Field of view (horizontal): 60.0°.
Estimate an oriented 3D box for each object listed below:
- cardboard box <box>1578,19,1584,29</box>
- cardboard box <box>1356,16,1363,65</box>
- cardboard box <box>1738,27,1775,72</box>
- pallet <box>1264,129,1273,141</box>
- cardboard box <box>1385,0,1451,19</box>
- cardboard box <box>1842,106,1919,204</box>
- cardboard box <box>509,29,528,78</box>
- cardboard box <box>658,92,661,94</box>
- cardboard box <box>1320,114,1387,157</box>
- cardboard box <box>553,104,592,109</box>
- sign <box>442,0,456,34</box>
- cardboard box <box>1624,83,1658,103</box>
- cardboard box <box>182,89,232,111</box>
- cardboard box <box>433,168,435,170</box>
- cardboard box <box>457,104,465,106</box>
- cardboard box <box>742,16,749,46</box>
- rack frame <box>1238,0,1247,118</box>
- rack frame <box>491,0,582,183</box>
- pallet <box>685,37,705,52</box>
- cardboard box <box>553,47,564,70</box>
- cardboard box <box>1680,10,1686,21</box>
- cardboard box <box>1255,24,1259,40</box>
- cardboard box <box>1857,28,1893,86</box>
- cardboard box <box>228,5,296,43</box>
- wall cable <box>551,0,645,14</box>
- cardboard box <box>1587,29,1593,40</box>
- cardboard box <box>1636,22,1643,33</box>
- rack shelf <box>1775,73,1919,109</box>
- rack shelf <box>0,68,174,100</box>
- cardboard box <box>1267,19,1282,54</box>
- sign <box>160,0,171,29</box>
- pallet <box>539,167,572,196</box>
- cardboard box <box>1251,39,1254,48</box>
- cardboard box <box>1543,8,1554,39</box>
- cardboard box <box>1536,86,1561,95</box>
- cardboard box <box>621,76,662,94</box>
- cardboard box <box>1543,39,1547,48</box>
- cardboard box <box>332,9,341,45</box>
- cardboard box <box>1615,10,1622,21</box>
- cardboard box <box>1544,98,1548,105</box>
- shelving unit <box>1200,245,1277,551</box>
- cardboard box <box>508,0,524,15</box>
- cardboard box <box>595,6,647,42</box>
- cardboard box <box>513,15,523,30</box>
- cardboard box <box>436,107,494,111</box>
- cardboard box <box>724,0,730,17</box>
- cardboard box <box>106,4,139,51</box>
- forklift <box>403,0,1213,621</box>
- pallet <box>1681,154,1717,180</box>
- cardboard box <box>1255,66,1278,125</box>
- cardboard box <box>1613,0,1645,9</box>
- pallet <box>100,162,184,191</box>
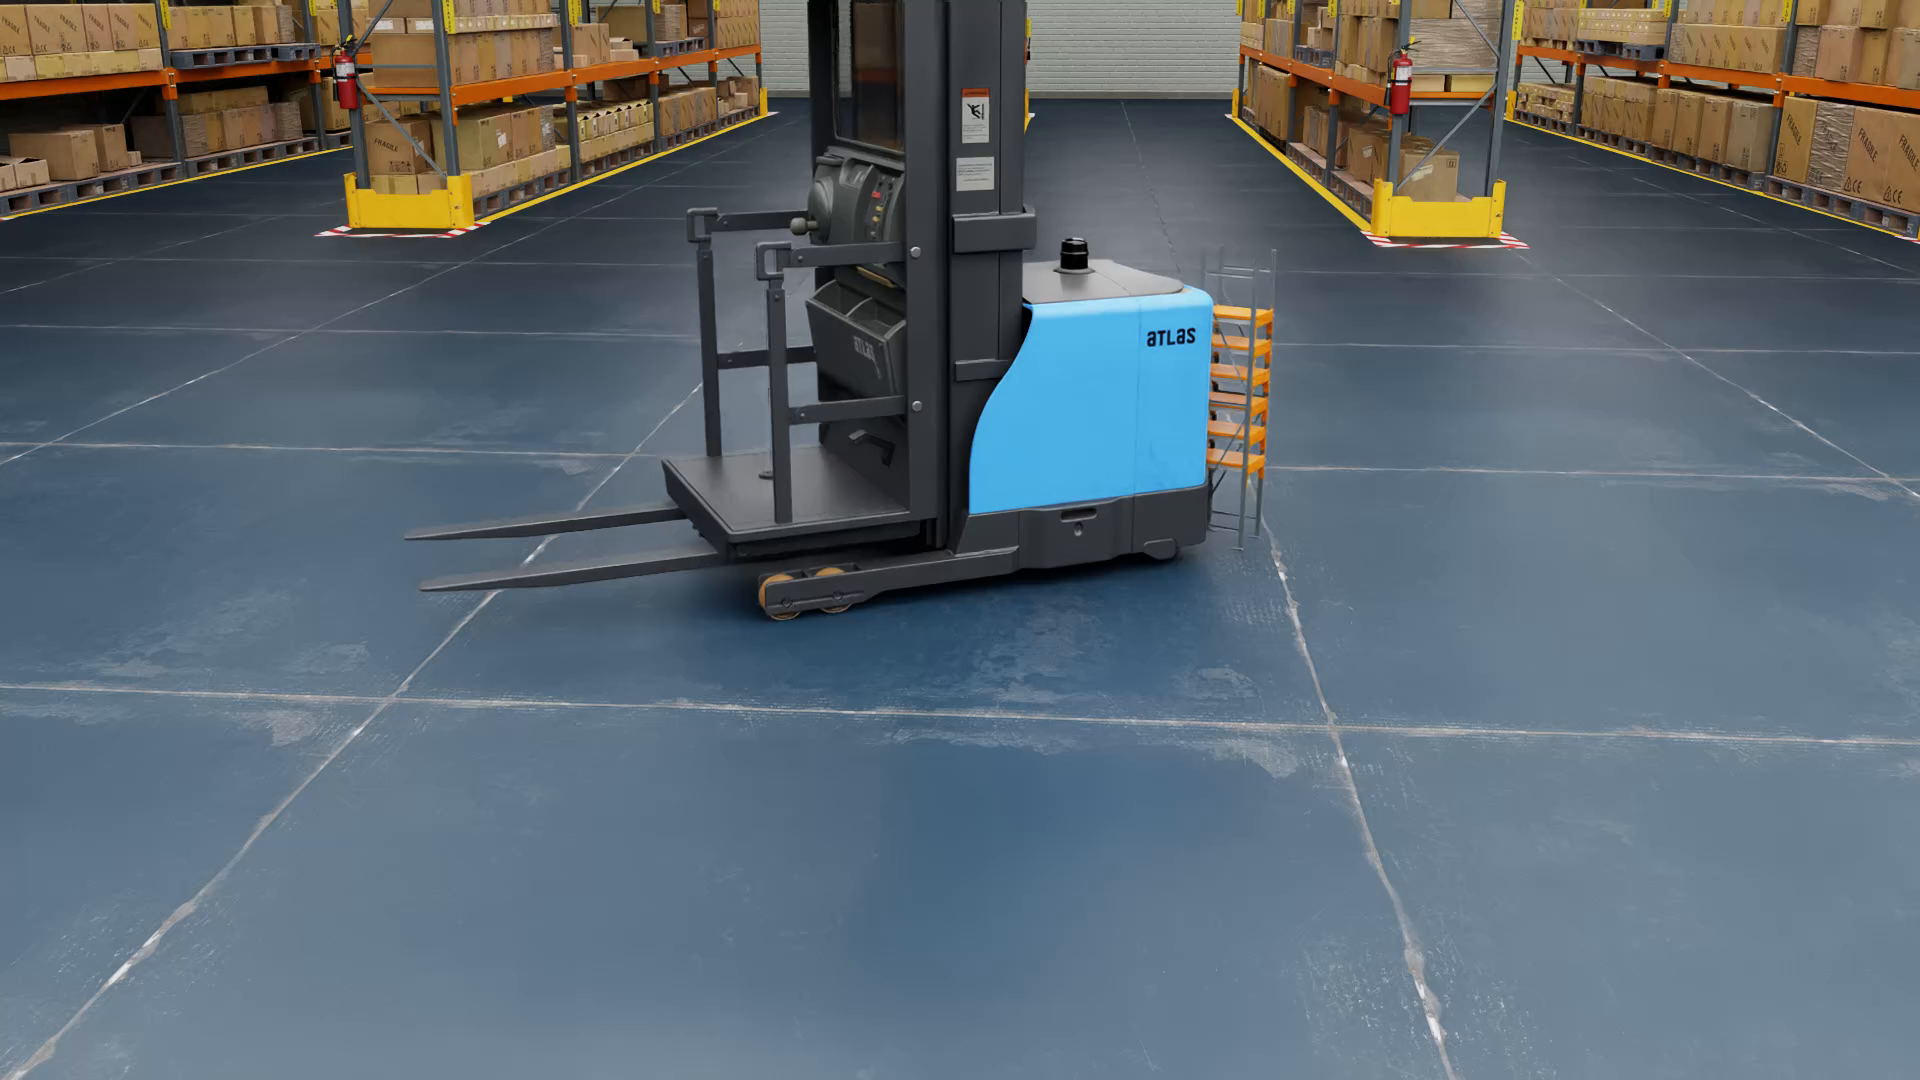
[{"bbox_3d":[9.811,-7.994,25.754,0.380,0.149,0.250,2,18,5],"label":"cardboard box"},{"bbox_3d":[4.685,-5.281,17.583,0.875,0.500,0.500,1,18,4],"label":"cardboard box"},{"bbox_3d":[9.532,-5.773,19.562,0.500,0.500,0.500,1,18,3],"label":"cardboard box"},{"bbox_3d":[5.378,-6.460,26.300,1.003,0.211,1.213,1,18,4],"label":"pallet"},{"bbox_3d":[4.291,-5.140,15.549,0.500,0.500,0.500,1,18,4],"label":"cardboard box"},{"bbox_3d":[9.482,-3.833,16.542,0.875,0.875,0.875,1,18,3],"label":"cardboard box"},{"bbox_3d":[-5.192,-5.354,18.286,0.700,0.500,0.500,2,18,5],"label":"cardboard box"},{"bbox_3d":[-4.907,-6.648,25.701,0.500,0.500,0.500,1,18,2],"label":"cardboard box"},{"bbox_3d":[4.943,-5.075,20.902,0.700,0.500,0.500,0,18,-1],"label":"cardboard box"},{"bbox_3d":[-5.207,-5.688,22.307,0.500,0.311,0.500,1,18,2],"label":"cardboard box"},{"bbox_3d":[-4.829,-4.957,15.716,0.100,0.325,0.005,1,18,4],"label":"sign"},{"bbox_3d":[9.825,-6.386,23.730,0.500,0.250,0.500,2,18,5],"label":"cardboard box"},{"bbox_3d":[-9.939,-5.779,21.846,0.500,0.250,0.500,1,18,2],"label":"cardboard box"},{"bbox_3d":[-5.615,-3.744,17.273,0.500,0.250,0.500,1,18,4],"label":"cardboard box"},{"bbox_3d":[-9.229,-7.916,29.603,0.700,0.500,0.500,2,18,5],"label":"cardboard box"},{"bbox_3d":[-4.071,-9.078,29.649,0.500,0.500,0.500,1,18,4],"label":"cardboard box"},{"bbox_3d":[5.645,-9.269,30.394,1.000,3.000,0.127,1,18,4],"label":"rack frame"},{"bbox_3d":[-5.096,-5.764,19.698,1.000,3.000,0.127,1,18,4],"label":"rack frame"},{"bbox_3d":[-4.688,-7.912,26.561,1.003,0.211,1.213,1,18,4],"label":"pallet"},{"bbox_3d":[-5.104,-5.847,20.191,0.500,0.250,0.500,2,18,7],"label":"cardboard box"},{"bbox_3d":[10.277,-7.304,23.170,0.380,0.149,0.250,1,18,4],"label":"cardboard box"},{"bbox_3d":[5.163,-8.401,27.507,0.500,0.250,0.500,2,18,6],"label":"cardboard box"},{"bbox_3d":[9.599,-4.853,16.676,0.875,0.550,0.500,1,18,4],"label":"cardboard box"},{"bbox_3d":[-9.774,-7.227,23.293,0.700,0.500,0.500,-1,18,-3],"label":"cardboard box"},{"bbox_3d":[-8.415,-12.725,36.292,3.097,2.526,0.112,1,18,4],"label":"wall cable"},{"bbox_3d":[9.776,-7.689,25.301,0.380,0.149,0.250,1,18,4],"label":"cardboard box"},{"bbox_3d":[9.610,-7.110,23.057,0.380,0.149,0.250,2,18,6],"label":"cardboard box"},{"bbox_3d":[9.582,-4.437,16.802,1.077,0.370,4.000,1,18,4],"label":"rack shelf"},{"bbox_3d":[-10.180,-4.911,18.248,1.077,0.370,4.000,1,18,4],"label":"rack shelf"},{"bbox_3d":[5.041,-7.781,25.691,0.500,0.500,0.500,1,18,4],"label":"cardboard box"},{"bbox_3d":[-9.495,-6.276,19.868,0.100,0.325,0.005,1,18,4],"label":"sign"},{"bbox_3d":[-5.194,-4.193,19.381,1.003,0.211,1.213,1,18,4],"label":"pallet"},{"bbox_3d":[5.145,-8.409,28.171,0.380,0.149,0.250,1,18,3],"label":"cardboard box"},{"bbox_3d":[10.186,-8.706,28.036,0.500,0.500,0.500,1,18,2],"label":"cardboard box"},{"bbox_3d":[10.199,-7.771,28.770,0.380,0.149,0.250,2,18,6],"label":"cardboard box"},{"bbox_3d":[-4.907,-7.016,25.620,0.500,0.250,0.500,1,18,3],"label":"cardboard box"},{"bbox_3d":[10.214,-8.509,28.477,0.380,0.149,0.250,1,18,3],"label":"cardboard box"},{"bbox_3d":[-9.413,-7.622,24.697,0.500,0.500,0.500,2,18,6],"label":"cardboard box"},{"bbox_3d":[9.685,-7.569,23.980,0.380,0.149,0.250,2,18,7],"label":"cardboard box"},{"bbox_3d":[10.257,-7.547,28.566,0.380,0.149,0.250,2,18,7],"label":"cardboard box"},{"bbox_3d":[1.099,-0.570,6.735,0.258,1.200,0.189,11,21,30],"label":"shelving unit"},{"bbox_3d":[-5.193,-5.978,18.106,0.700,0.500,0.500,1,18,4],"label":"cardboard box"},{"bbox_3d":[-4.876,-7.452,24.013,0.700,0.500,0.500,-5,19,-15],"label":"cardboard box"},{"bbox_3d":[-4.994,-5.637,18.106,0.380,0.149,0.250,2,18,5],"label":"cardboard box"},{"bbox_3d":[-5.513,-4.566,18.578,0.500,0.500,0.500,1,18,4],"label":"cardboard box"},{"bbox_3d":[-4.171,-9.072,28.026,0.500,0.500,0.500,1,18,2],"label":"cardboard box"},{"bbox_3d":[-9.792,-5.860,18.993,0.500,0.500,0.500,1,18,4],"label":"cardboard box"},{"bbox_3d":[-0.576,-1.286,6.141,3.031,2.935,1.130,-7,20,-21],"label":"forklift"},{"bbox_3d":[9.790,-4.696,20.916,1.003,0.211,1.213,1,18,4],"label":"pallet"},{"bbox_3d":[5.333,-7.018,26.260,1.225,0.875,0.875,1,18,4],"label":"cardboard box"},{"bbox_3d":[10.574,-8.683,26.362,0.500,0.500,0.500,2,18,5],"label":"cardboard box"},{"bbox_3d":[-10.050,-4.339,19.827,1.003,0.211,1.213,1,18,4],"label":"pallet"}]
